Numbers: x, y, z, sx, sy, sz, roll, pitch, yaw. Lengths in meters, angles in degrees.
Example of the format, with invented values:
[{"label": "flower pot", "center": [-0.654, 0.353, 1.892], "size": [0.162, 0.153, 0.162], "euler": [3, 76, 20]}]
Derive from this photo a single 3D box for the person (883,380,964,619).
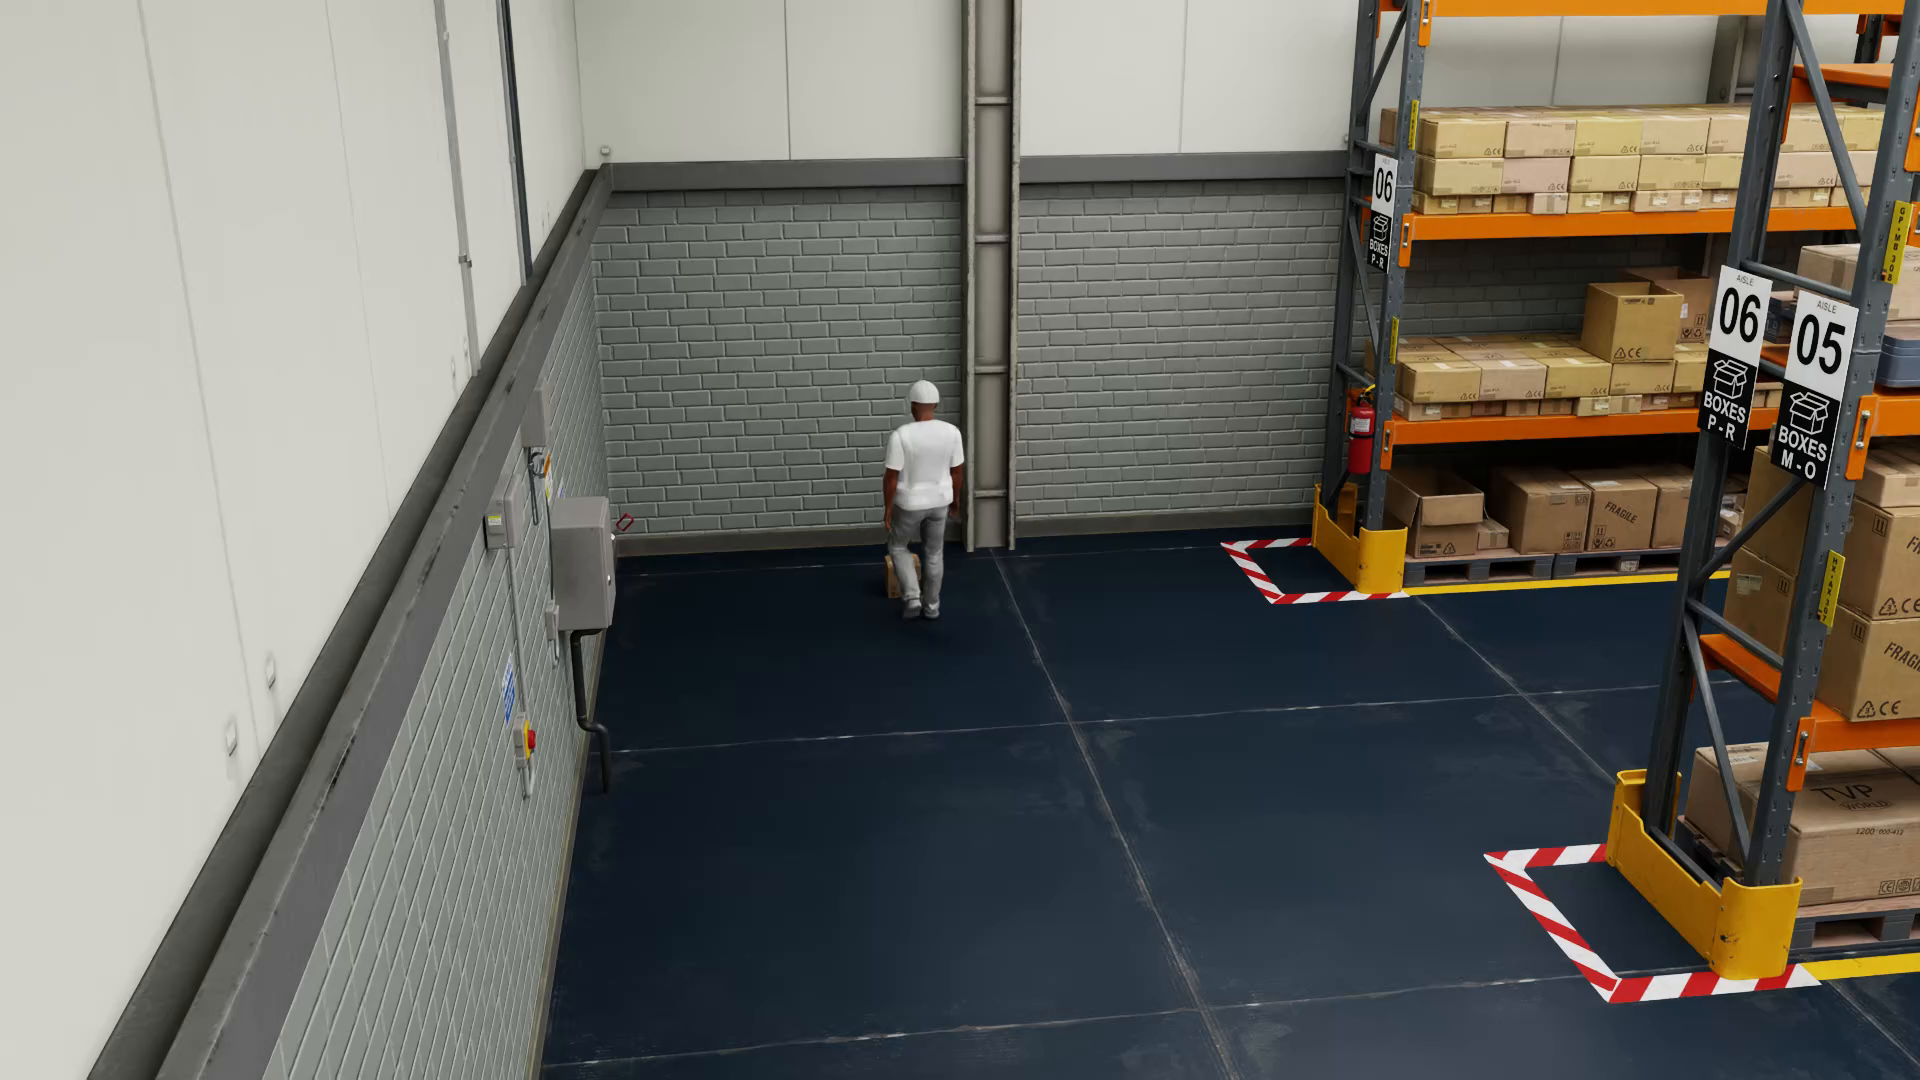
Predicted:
[{"label": "person", "center": [-0.277, -0.271, 11.743], "size": [0.594, 1.767, 0.504], "euler": [-6, 21, -16]}]
